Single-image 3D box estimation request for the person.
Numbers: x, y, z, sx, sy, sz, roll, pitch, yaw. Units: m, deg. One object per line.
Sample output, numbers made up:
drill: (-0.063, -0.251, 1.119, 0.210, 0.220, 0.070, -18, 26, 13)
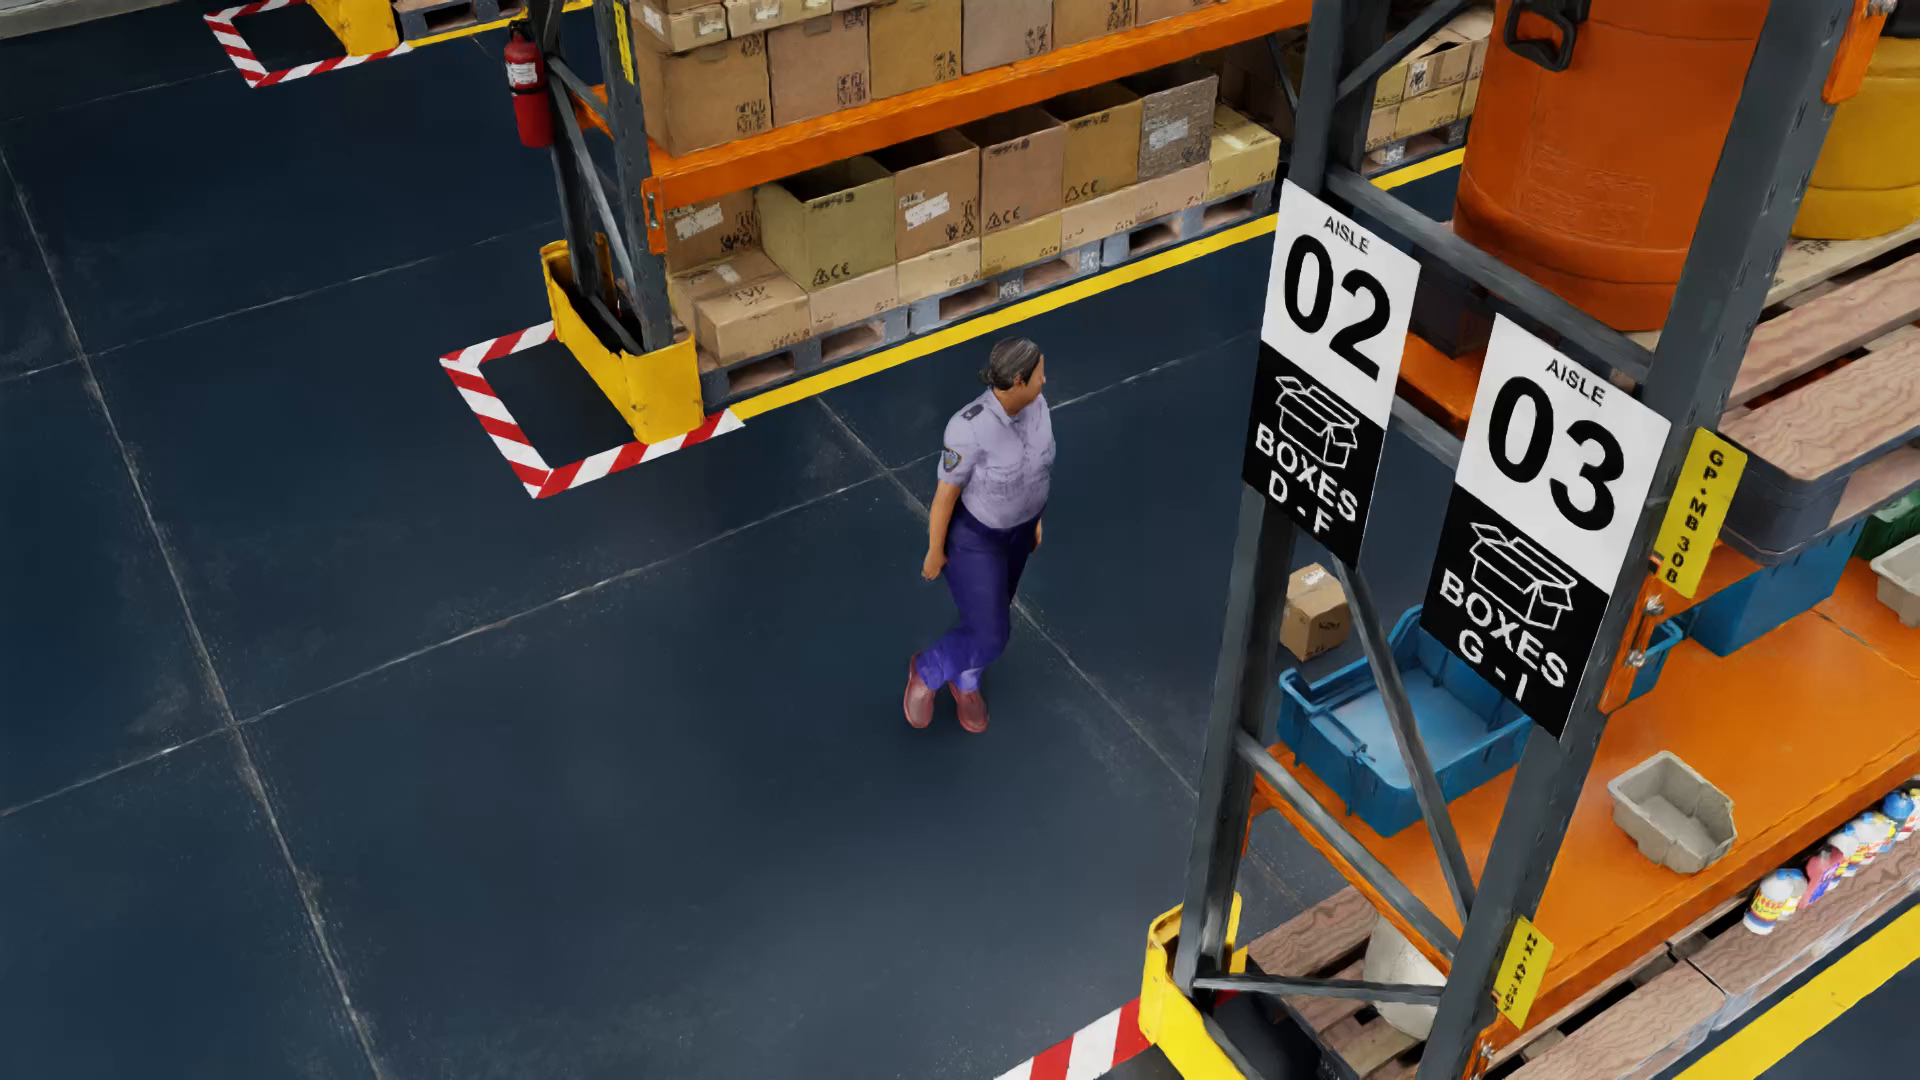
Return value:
person: (0.102, 0.037, 6.129, 0.694, 1.631, 0.453, -31, 50, -31)
